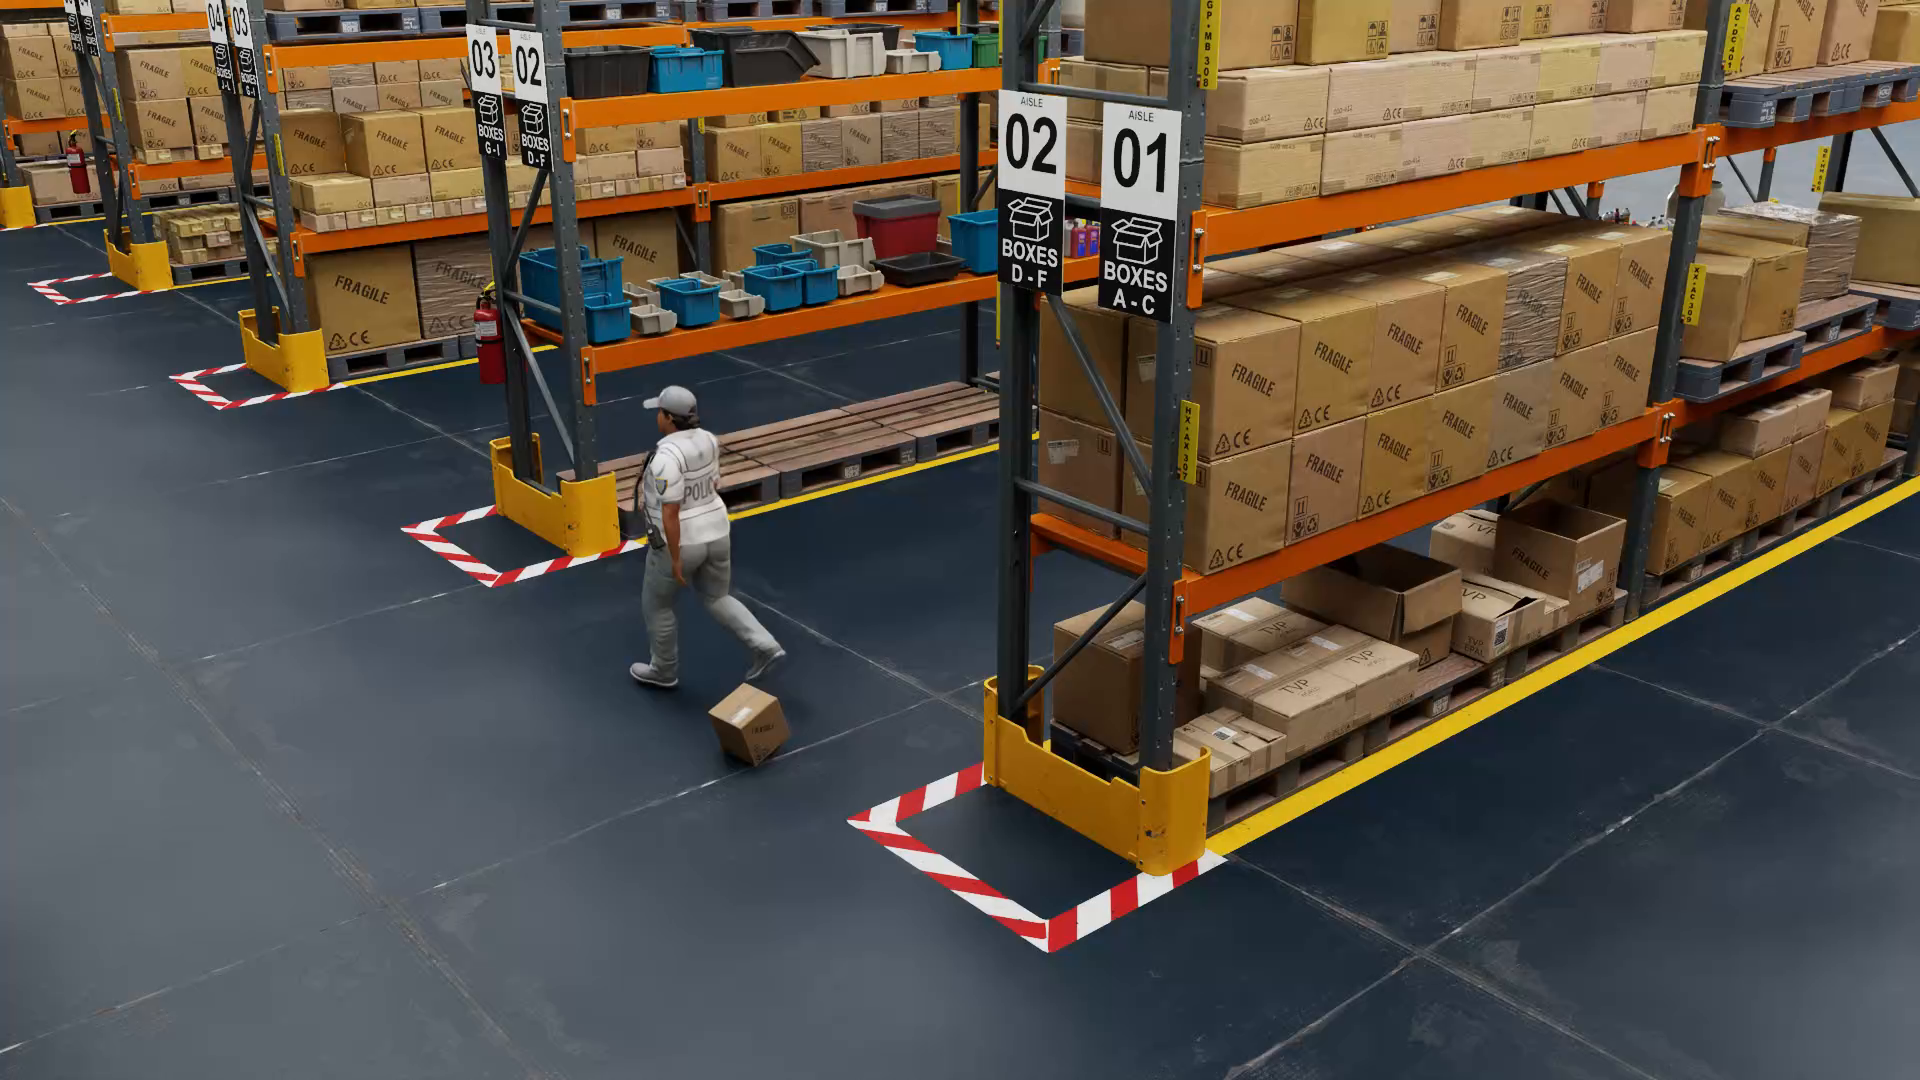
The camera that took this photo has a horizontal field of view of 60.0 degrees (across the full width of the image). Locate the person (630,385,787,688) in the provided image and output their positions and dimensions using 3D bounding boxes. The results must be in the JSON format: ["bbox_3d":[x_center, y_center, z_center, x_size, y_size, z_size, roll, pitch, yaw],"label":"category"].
[{"bbox_3d":[-1.353,0.015,8.520,0.856,1.627,0.477,13,25,31],"label":"person"}]
